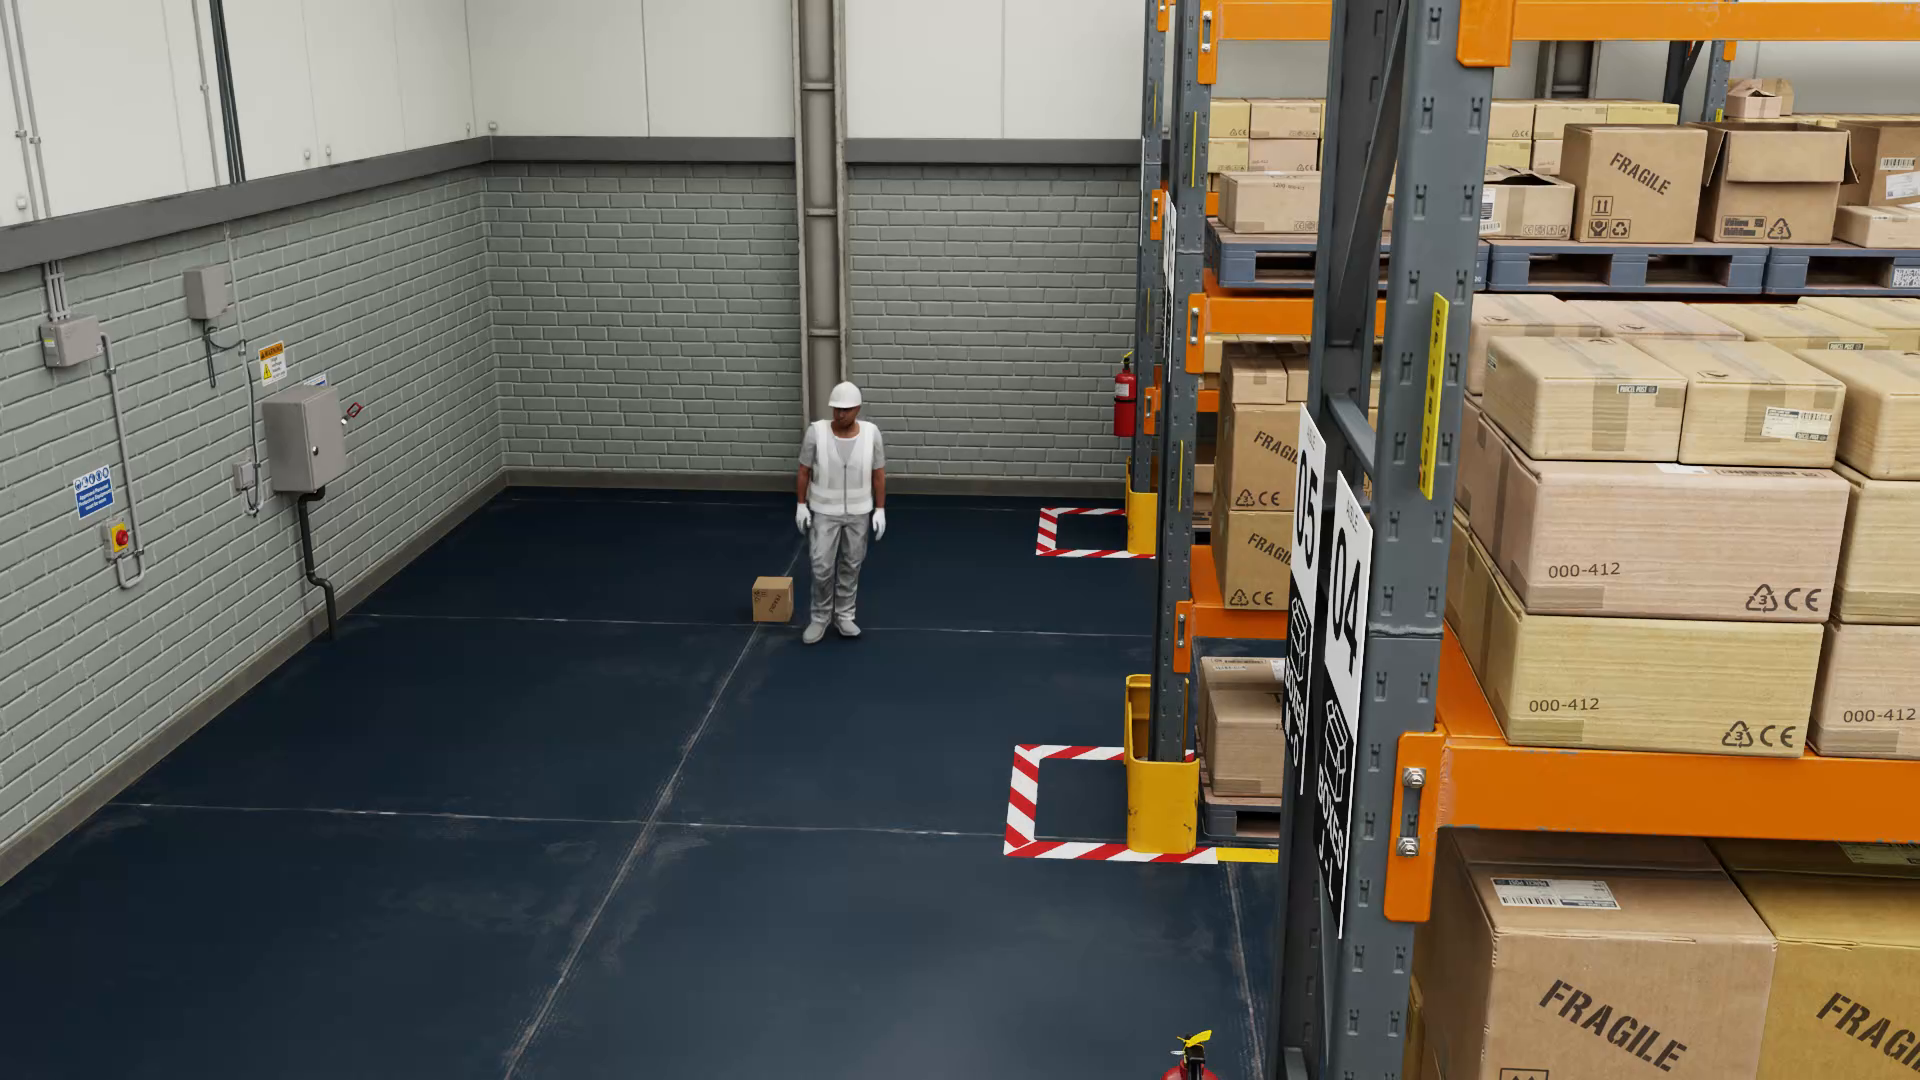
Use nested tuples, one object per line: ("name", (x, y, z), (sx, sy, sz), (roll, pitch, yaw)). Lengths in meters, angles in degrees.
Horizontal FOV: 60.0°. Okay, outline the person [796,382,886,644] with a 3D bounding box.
("person", (-0.788, -0.191, 11.045), (0.592, 1.771, 0.462), (-5, 18, -15))
